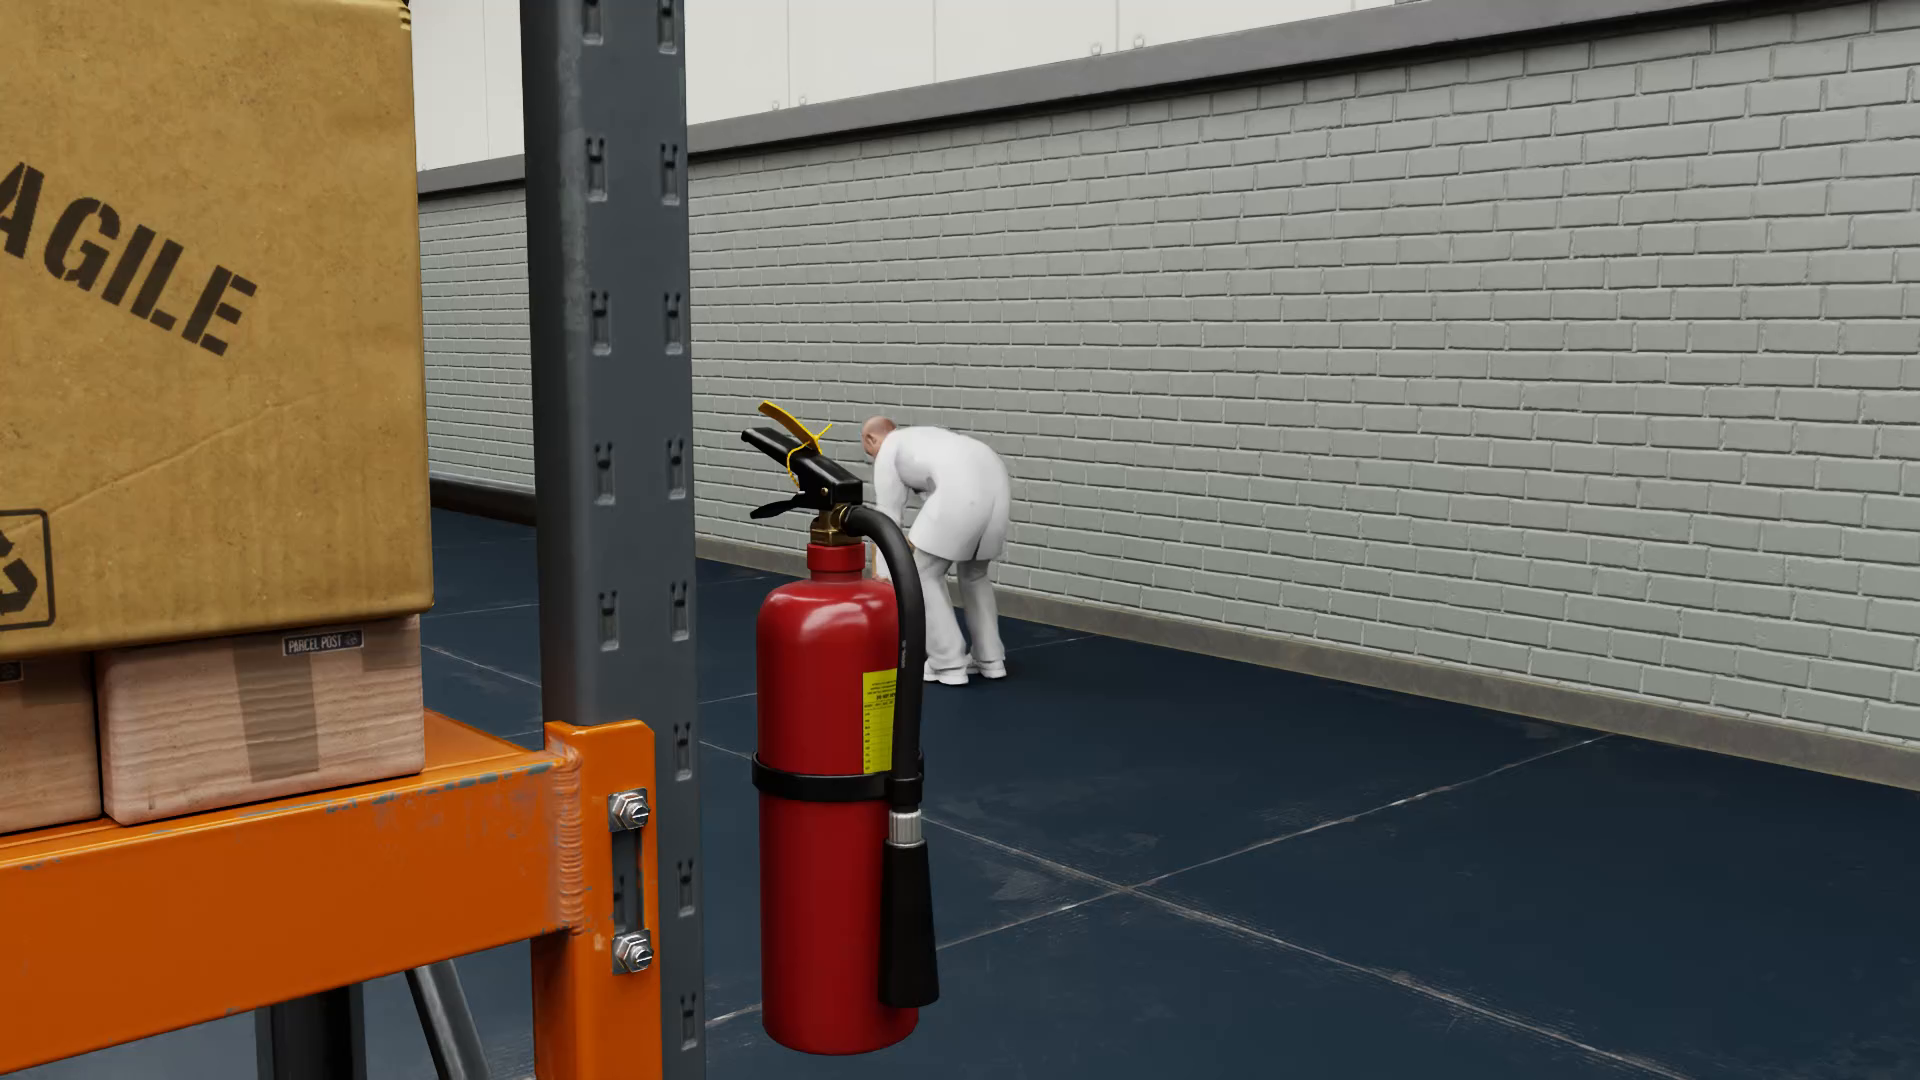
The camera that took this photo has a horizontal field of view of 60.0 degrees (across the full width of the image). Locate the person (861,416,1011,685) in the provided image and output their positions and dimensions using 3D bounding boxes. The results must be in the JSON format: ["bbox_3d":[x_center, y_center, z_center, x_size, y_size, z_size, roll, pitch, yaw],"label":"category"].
[{"bbox_3d":[-0.150,0.041,8.177,0.560,1.234,0.929,-7,10,-43],"label":"person"}]
